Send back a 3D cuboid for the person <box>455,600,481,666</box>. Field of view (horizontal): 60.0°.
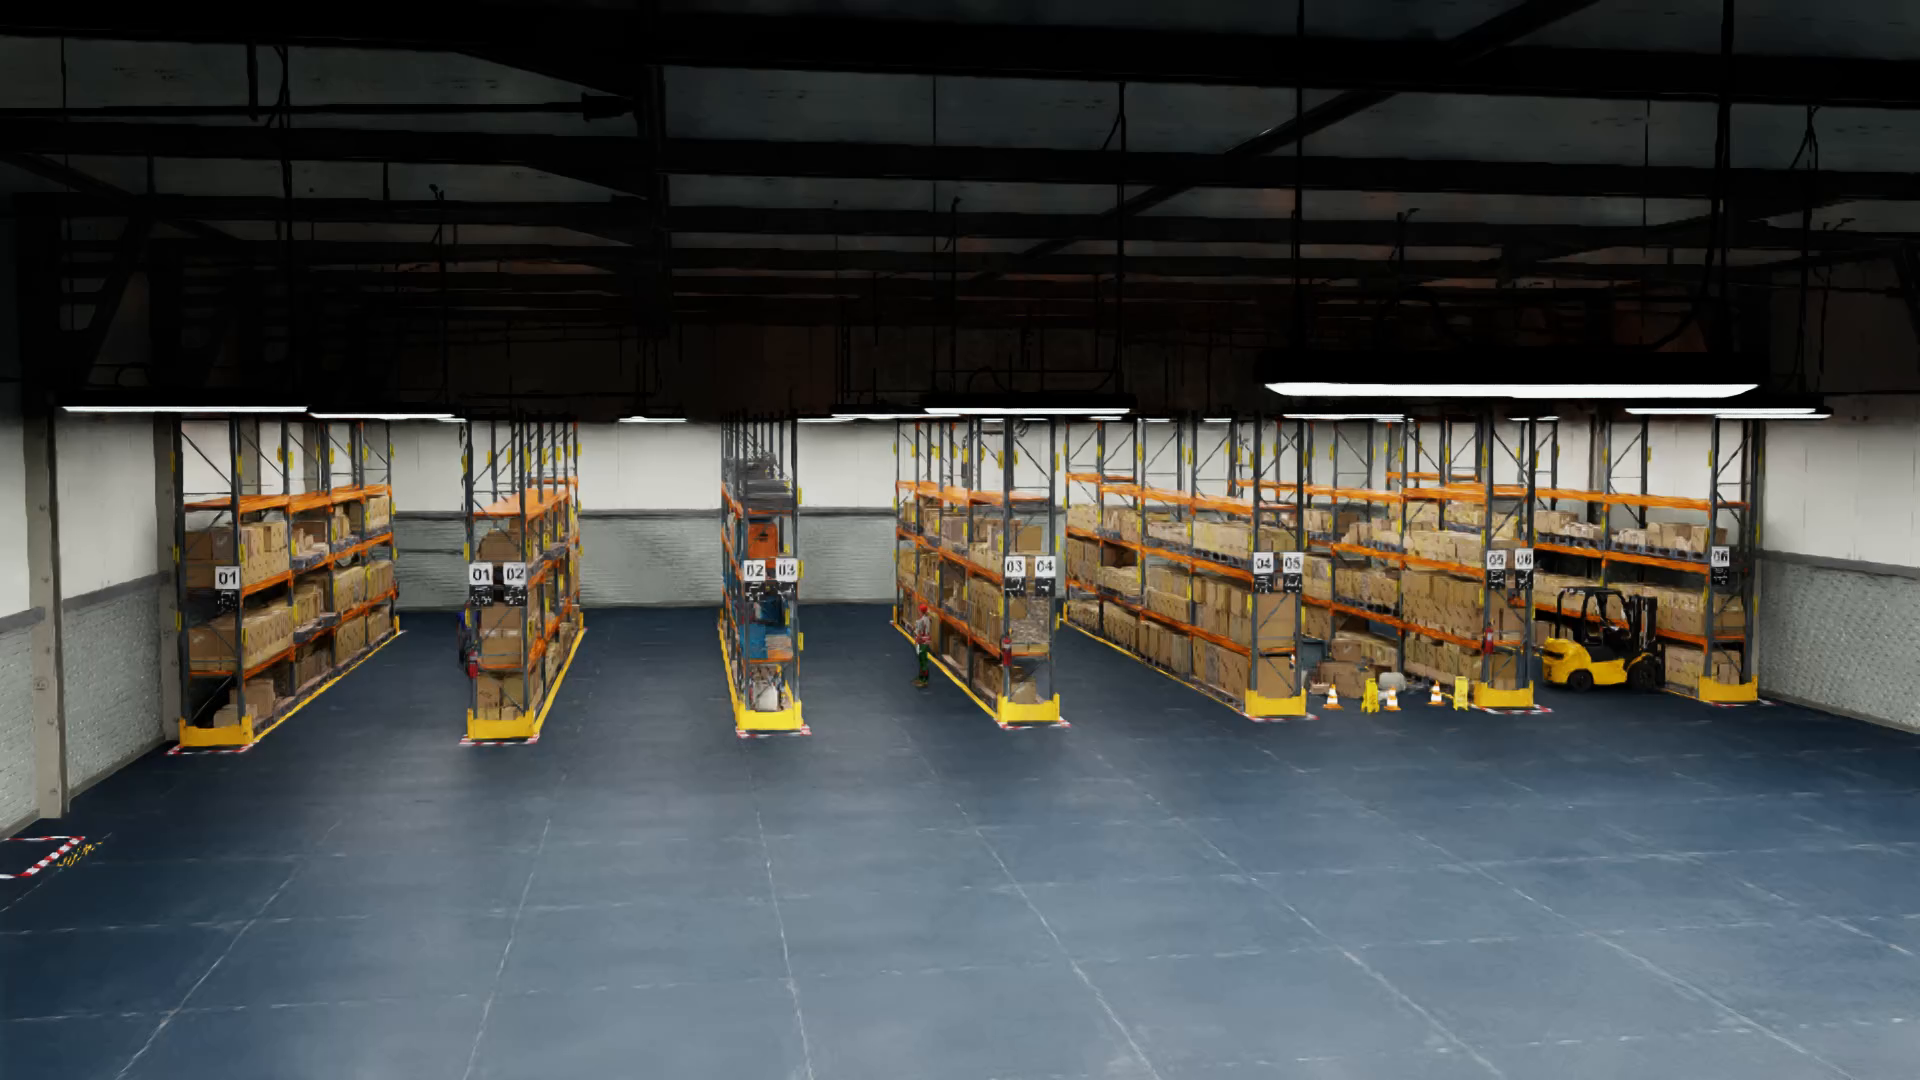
[{"bbox_3d":[-11.592,2.197,39.182,0.592,1.604,0.518,-1,4,-12],"label":"person"}]

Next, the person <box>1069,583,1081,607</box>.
[{"bbox_3d":[3.470,1.389,50.356,0.519,1.662,0.550,2,4,27],"label":"person"}]

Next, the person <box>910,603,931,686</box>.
[{"bbox_3d":[-0.878,2.276,36.382,0.494,1.786,0.606,1,4,20],"label":"person"}]

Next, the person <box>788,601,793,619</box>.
[{"bbox_3d":[-5.067,1.407,49.267,0.639,1.784,0.502,4,6,44],"label":"person"}]
